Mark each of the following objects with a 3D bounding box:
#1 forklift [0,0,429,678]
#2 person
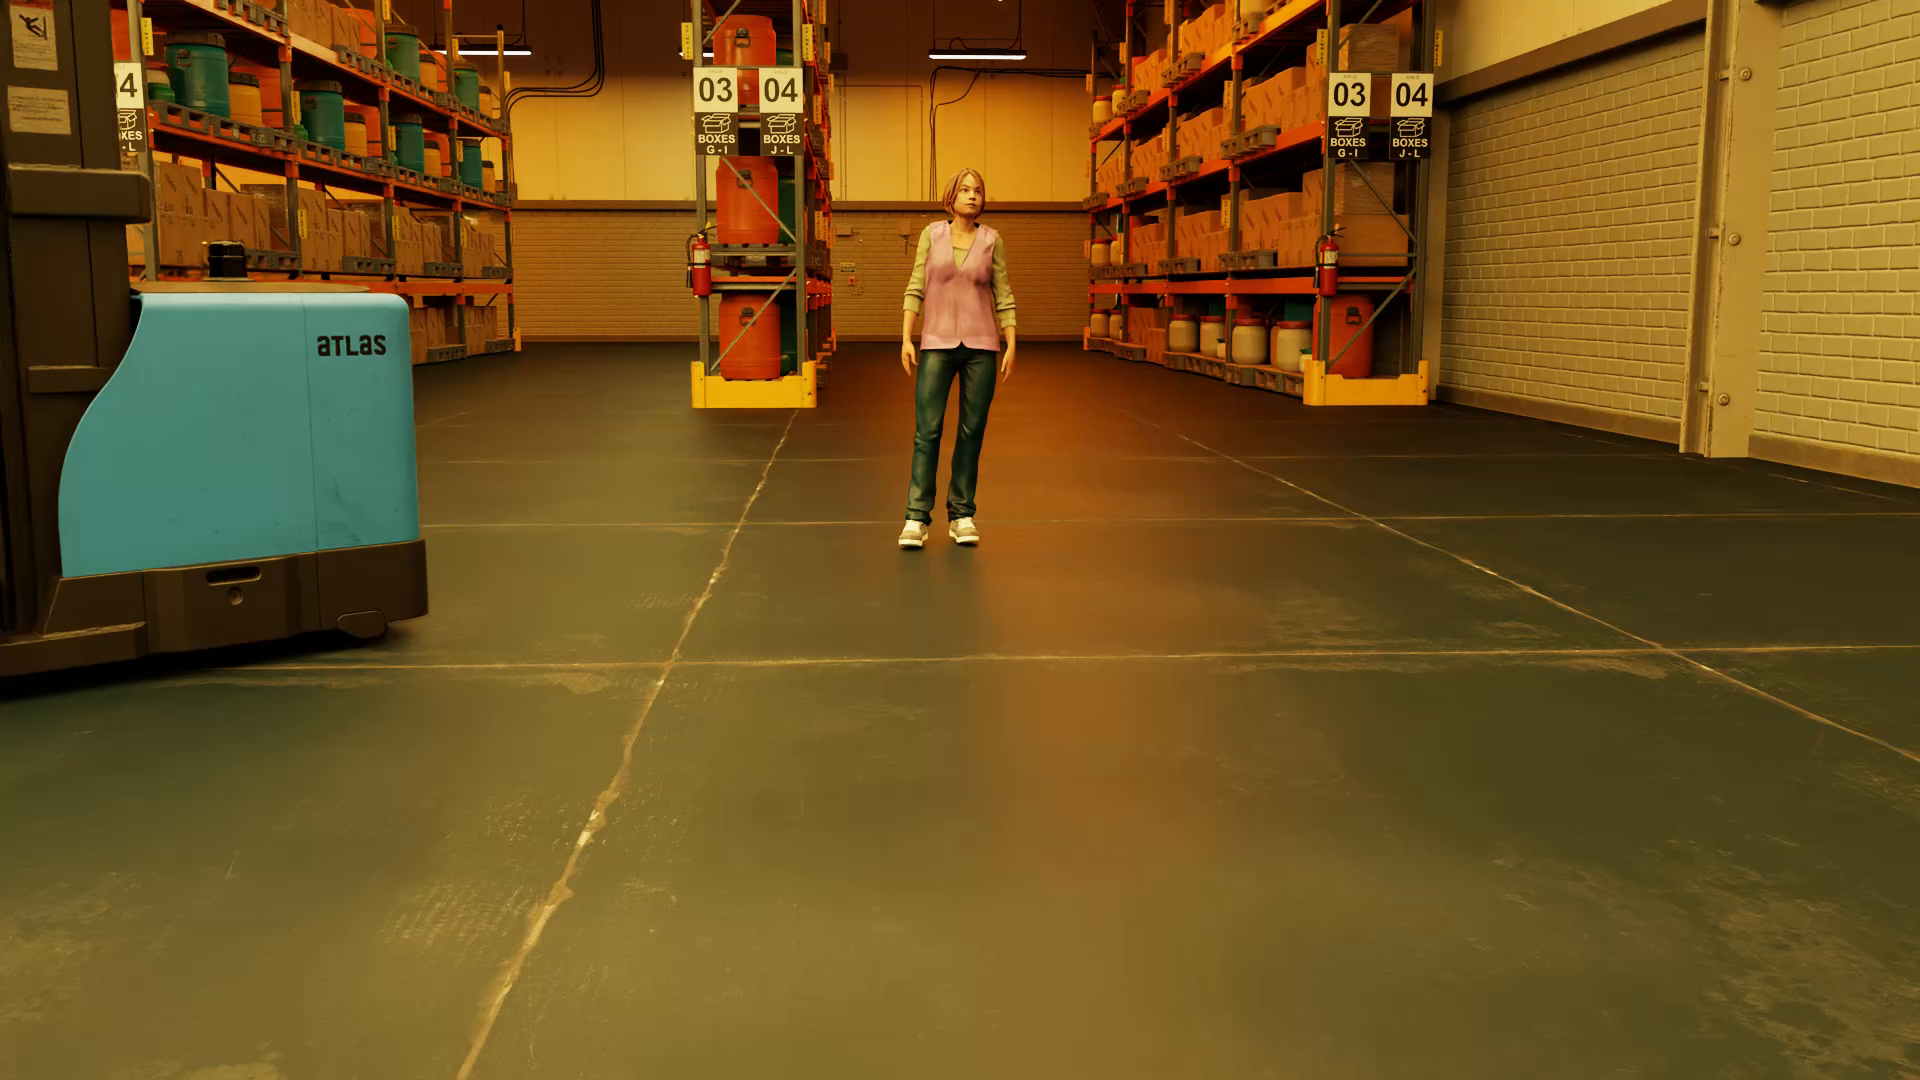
[{"bbox_3d":[-3.102,-1.048,4.389,3.031,2.935,1.130,-8,11,-42],"label":"forklift"},{"bbox_3d":[-0.009,-0.786,7.117,0.521,1.599,0.473,-1,8,-4],"label":"person"}]
